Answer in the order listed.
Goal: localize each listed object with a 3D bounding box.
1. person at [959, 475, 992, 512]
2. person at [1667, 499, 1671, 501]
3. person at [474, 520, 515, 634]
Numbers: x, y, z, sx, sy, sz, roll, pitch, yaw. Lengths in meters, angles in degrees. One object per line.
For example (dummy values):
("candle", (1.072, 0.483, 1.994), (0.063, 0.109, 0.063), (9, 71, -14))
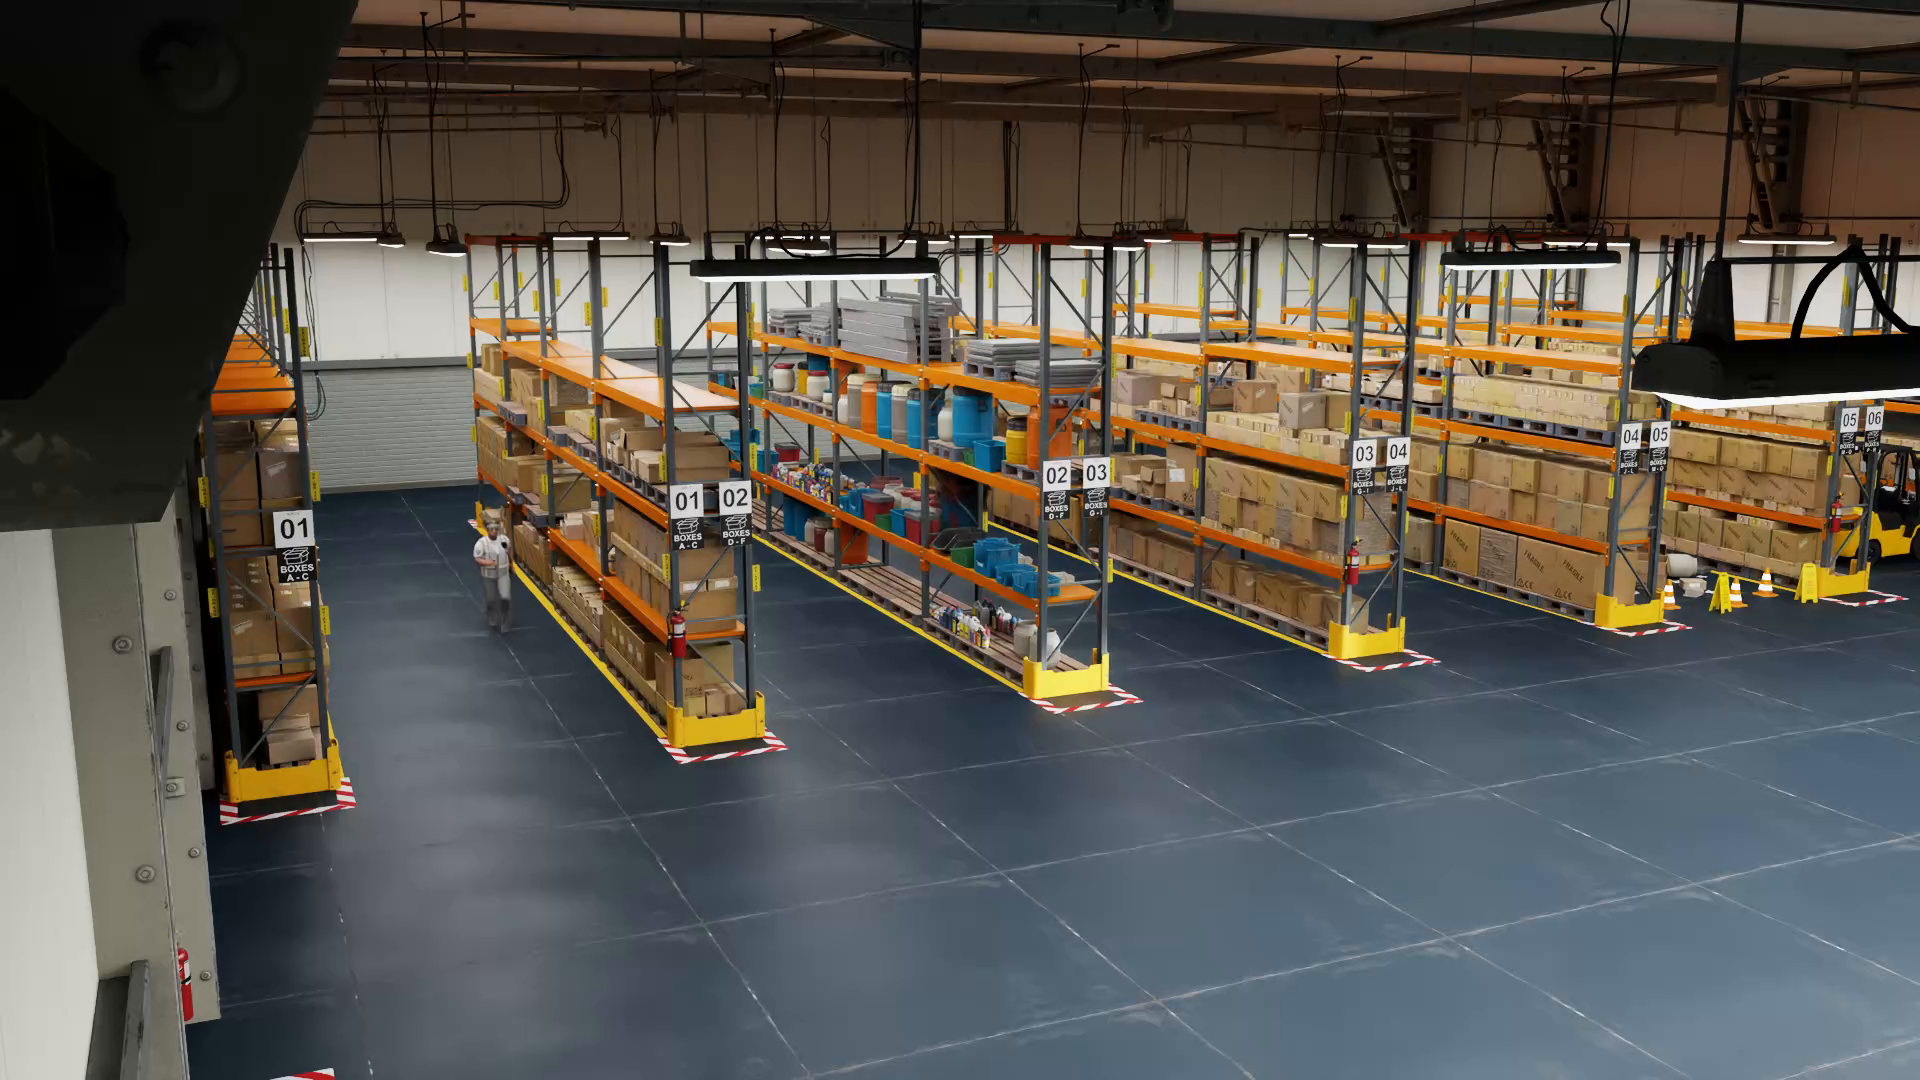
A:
("person", (0.317, -0.811, 32.772), (0.733, 1.733, 0.692), (-3, 11, -13))
("person", (14.413, -0.890, 33.739), (0.539, 1.534, 0.573), (-7, 13, -33))
("person", (-7.166, 0.569, 25.647), (0.614, 1.805, 0.832), (-4, 12, -20))
